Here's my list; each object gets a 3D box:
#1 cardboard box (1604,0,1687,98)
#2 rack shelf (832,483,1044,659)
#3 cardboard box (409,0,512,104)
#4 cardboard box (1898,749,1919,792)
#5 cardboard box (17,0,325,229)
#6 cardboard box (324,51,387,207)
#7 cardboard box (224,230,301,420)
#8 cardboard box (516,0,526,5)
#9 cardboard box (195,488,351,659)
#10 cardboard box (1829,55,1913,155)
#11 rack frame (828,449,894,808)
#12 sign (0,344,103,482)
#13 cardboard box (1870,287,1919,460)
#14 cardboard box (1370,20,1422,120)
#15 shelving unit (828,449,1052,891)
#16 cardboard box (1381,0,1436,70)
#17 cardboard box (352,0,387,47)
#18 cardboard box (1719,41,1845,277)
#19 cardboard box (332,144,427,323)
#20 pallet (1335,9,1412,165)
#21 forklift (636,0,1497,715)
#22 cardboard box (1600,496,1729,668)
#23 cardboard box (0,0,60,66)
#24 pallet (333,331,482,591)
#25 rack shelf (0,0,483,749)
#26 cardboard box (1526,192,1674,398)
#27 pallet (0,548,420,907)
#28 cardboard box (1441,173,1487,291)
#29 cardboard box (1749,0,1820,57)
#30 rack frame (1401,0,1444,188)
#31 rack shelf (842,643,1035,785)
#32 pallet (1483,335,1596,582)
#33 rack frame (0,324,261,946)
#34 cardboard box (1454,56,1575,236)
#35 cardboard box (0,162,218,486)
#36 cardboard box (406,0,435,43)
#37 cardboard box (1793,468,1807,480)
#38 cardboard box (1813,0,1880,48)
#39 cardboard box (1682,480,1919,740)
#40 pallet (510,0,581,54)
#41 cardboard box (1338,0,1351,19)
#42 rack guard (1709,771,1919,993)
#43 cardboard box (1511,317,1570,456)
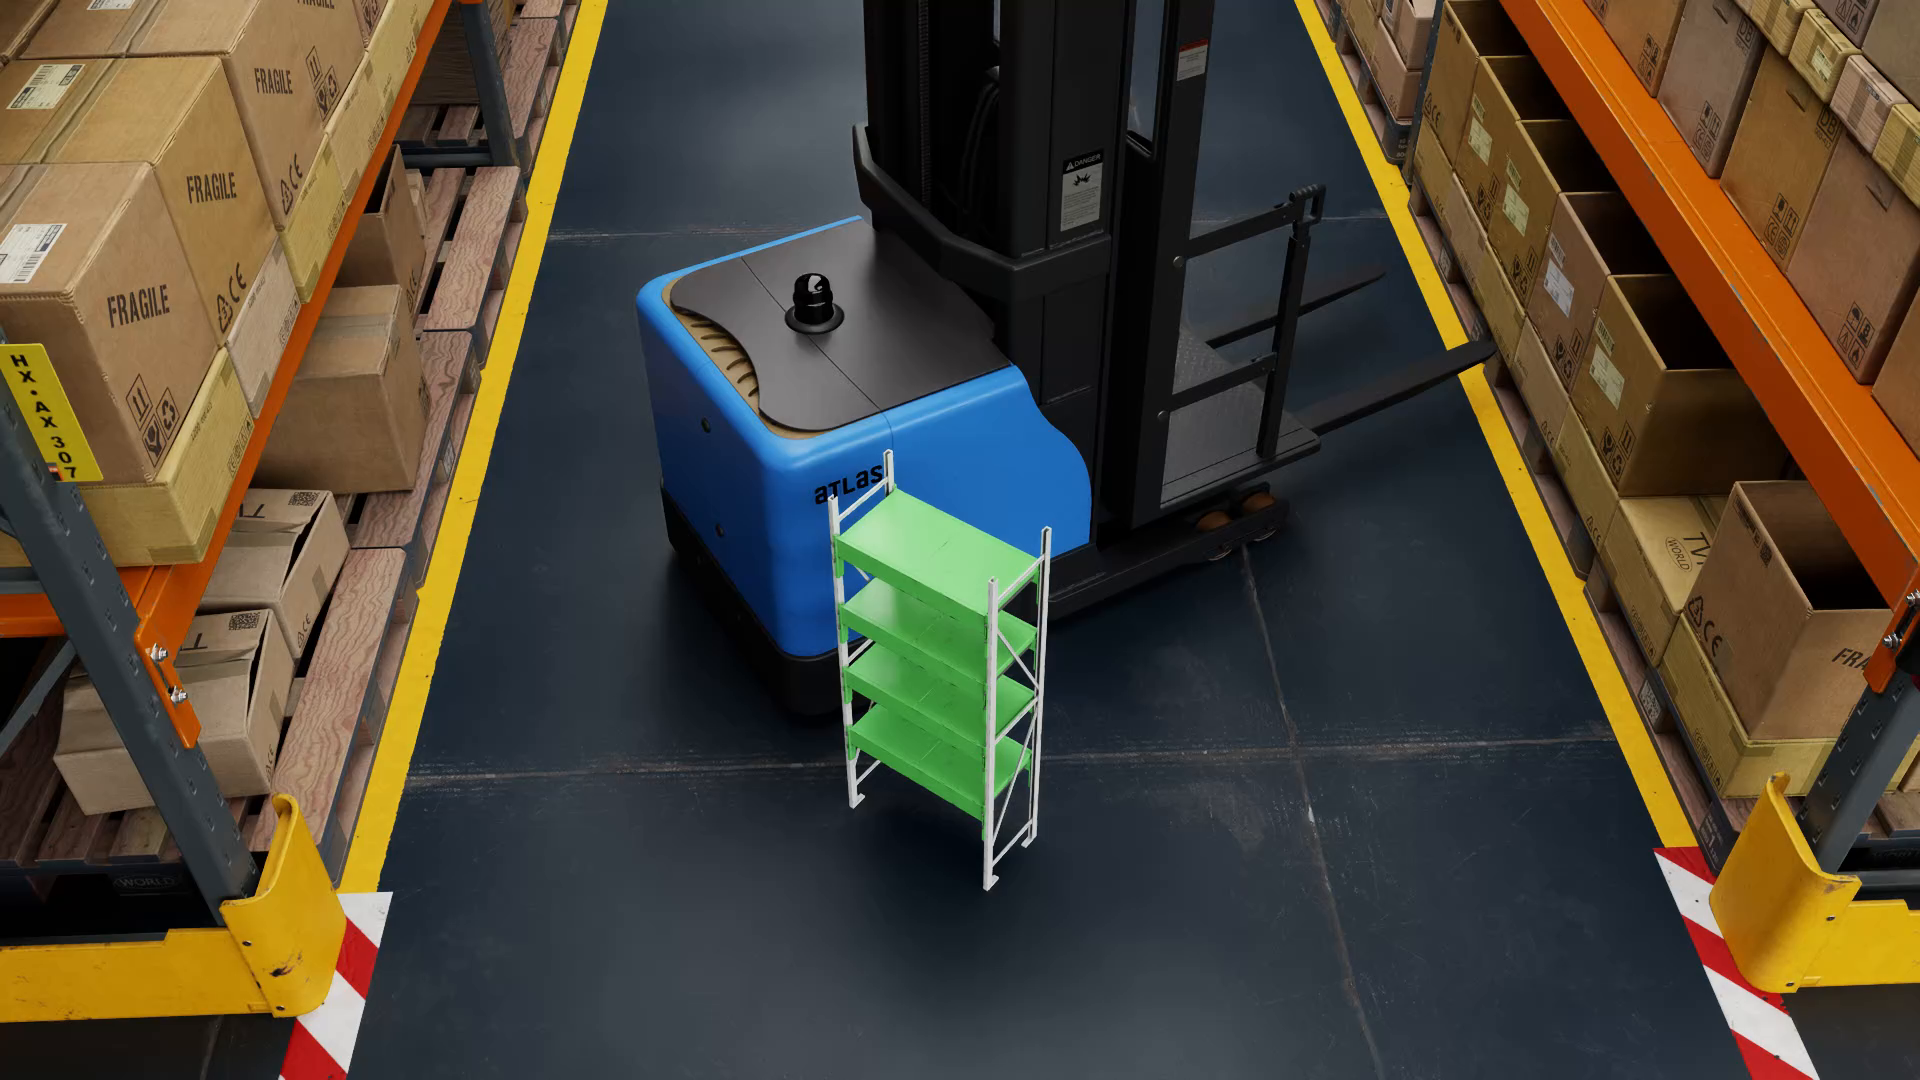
[{"bbox_3d":[2.580,-1.789,5.408,0.700,0.500,0.500,-1,43,-1],"label":"cardboard box"},{"bbox_3d":[-0.052,0.071,4.169,0.480,0.148,0.258,27,49,26],"label":"rack shelf"},{"bbox_3d":[-2.488,-2.339,7.606,0.700,0.500,0.500,0,43,0],"label":"cardboard box"},{"bbox_3d":[2.878,0.444,4.770,0.500,0.250,0.500,-2,43,-2],"label":"cardboard box"},{"bbox_3d":[-2.017,-1.144,4.319,0.500,0.500,0.500,-3,43,-3],"label":"cardboard box"},{"bbox_3d":[-2.045,-1.228,4.966,0.500,0.250,0.500,-1,43,-1],"label":"cardboard box"},{"bbox_3d":[-2.010,-0.542,4.218,0.500,0.250,0.500,-3,43,-3],"label":"cardboard box"},{"bbox_3d":[-2.541,-3.032,8.362,0.700,0.500,0.500,-1,43,-1],"label":"cardboard box"},{"bbox_3d":[-2.234,0.073,5.115,0.500,0.311,0.500,2,43,2],"label":"cardboard box"},{"bbox_3d":[2.440,-1.094,4.169,0.380,0.149,0.250,-1,43,-1],"label":"cardboard box"},{"bbox_3d":[-0.248,0.279,4.557,0.015,1.200,0.240,27,49,26],"label":"rack frame"},{"bbox_3d":[-1.728,-0.236,3.147,0.100,0.325,0.005,-2,43,-2],"label":"sign"},{"bbox_3d":[2.672,-0.399,3.891,0.700,0.500,0.500,-2,43,-2],"label":"cardboard box"},{"bbox_3d":[2.202,-2.159,7.610,0.500,0.250,0.500,-2,43,-2],"label":"cardboard box"},{"bbox_3d":[-0.052,0.378,4.450,0.503,1.200,0.258,27,49,26],"label":"shelving unit"},{"bbox_3d":[2.205,-2.360,7.414,0.500,0.311,0.500,-2,43,-2],"label":"cardboard box"},{"bbox_3d":[-2.073,-1.843,5.082,0.500,0.500,0.500,-3,43,-3],"label":"cardboard box"},{"bbox_3d":[2.629,-1.088,4.643,0.700,0.500,0.500,-1,43,-2],"label":"cardboard box"},{"bbox_3d":[-2.356,-1.143,6.302,0.500,0.500,0.500,-5,43,-5],"label":"cardboard box"},{"bbox_3d":[2.439,-2.215,8.010,1.003,0.211,1.213,-2,43,-2],"label":"pallet"},{"bbox_3d":[0.536,-1.297,4.996,3.031,2.935,1.130,-22,47,-22],"label":"forklift"},{"bbox_3d":[2.328,0.122,5.121,0.500,0.250,0.500,-2,43,-2],"label":"cardboard box"},{"bbox_3d":[-2.540,-1.131,4.305,0.500,0.500,0.500,-3,43,-3],"label":"cardboard box"},{"bbox_3d":[-2.321,-0.296,5.917,1.003,0.211,1.213,-2,43,-2],"label":"pallet"},{"bbox_3d":[-2.355,-0.987,5.139,1.077,0.370,4.000,-2,43,-2],"label":"rack shelf"},{"bbox_3d":[2.282,-0.830,5.604,0.500,0.500,0.500,-2,43,-2],"label":"cardboard box"},{"bbox_3d":[-2.273,0.526,5.020,1.003,0.211,1.213,-2,43,-2],"label":"pallet"},{"bbox_3d":[2.242,-1.228,6.594,0.500,0.250,0.500,-2,43,-2],"label":"cardboard box"},{"bbox_3d":[2.416,-1.449,4.557,0.380,0.149,0.250,-1,43,-1],"label":"cardboard box"},{"bbox_3d":[2.509,-2.747,6.527,1.000,3.000,0.127,-2,43,-2],"label":"rack frame"},{"bbox_3d":[-0.052,0.425,4.493,0.480,0.148,0.258,27,49,26],"label":"rack shelf"},{"bbox_3d":[2.556,-0.355,5.981,1.003,0.211,1.213,-2,43,-2],"label":"pallet"},{"bbox_3d":[-2.270,0.098,3.423,1.000,3.000,0.127,-2,43,-2],"label":"rack frame"},{"bbox_3d":[2.245,-1.505,6.341,0.500,0.500,0.500,-2,43,-2],"label":"cardboard box"},{"bbox_3d":[-1.990,-0.461,3.574,0.500,0.500,0.500,-2,43,-2],"label":"cardboard box"},{"bbox_3d":[-2.104,-1.906,5.706,0.500,0.250,0.500,-1,43,-2],"label":"cardboard box"},{"bbox_3d":[2.855,-0.170,4.884,0.500,0.500,0.500,-2,43,-2],"label":"cardboard box"},{"bbox_3d":[2.620,-1.608,4.250,0.700,0.500,0.500,-1,43,-2],"label":"cardboard box"},{"bbox_3d":[2.359,0.183,4.500,0.500,0.500,0.500,-2,43,-2],"label":"cardboard box"},{"bbox_3d":[-2.529,-2.925,8.785,1.003,0.211,1.213,-2,43,-2],"label":"pallet"},{"bbox_3d":[2.160,-2.846,8.359,0.500,0.250,0.500,-1,43,-1],"label":"cardboard box"},{"bbox_3d":[2.680,0.891,4.407,1.175,0.500,0.348,-2,43,-2],"label":"rack guard"},{"bbox_3d":[2.285,-0.553,5.858,0.500,0.250,0.500,-2,43,-2],"label":"cardboard box"}]
